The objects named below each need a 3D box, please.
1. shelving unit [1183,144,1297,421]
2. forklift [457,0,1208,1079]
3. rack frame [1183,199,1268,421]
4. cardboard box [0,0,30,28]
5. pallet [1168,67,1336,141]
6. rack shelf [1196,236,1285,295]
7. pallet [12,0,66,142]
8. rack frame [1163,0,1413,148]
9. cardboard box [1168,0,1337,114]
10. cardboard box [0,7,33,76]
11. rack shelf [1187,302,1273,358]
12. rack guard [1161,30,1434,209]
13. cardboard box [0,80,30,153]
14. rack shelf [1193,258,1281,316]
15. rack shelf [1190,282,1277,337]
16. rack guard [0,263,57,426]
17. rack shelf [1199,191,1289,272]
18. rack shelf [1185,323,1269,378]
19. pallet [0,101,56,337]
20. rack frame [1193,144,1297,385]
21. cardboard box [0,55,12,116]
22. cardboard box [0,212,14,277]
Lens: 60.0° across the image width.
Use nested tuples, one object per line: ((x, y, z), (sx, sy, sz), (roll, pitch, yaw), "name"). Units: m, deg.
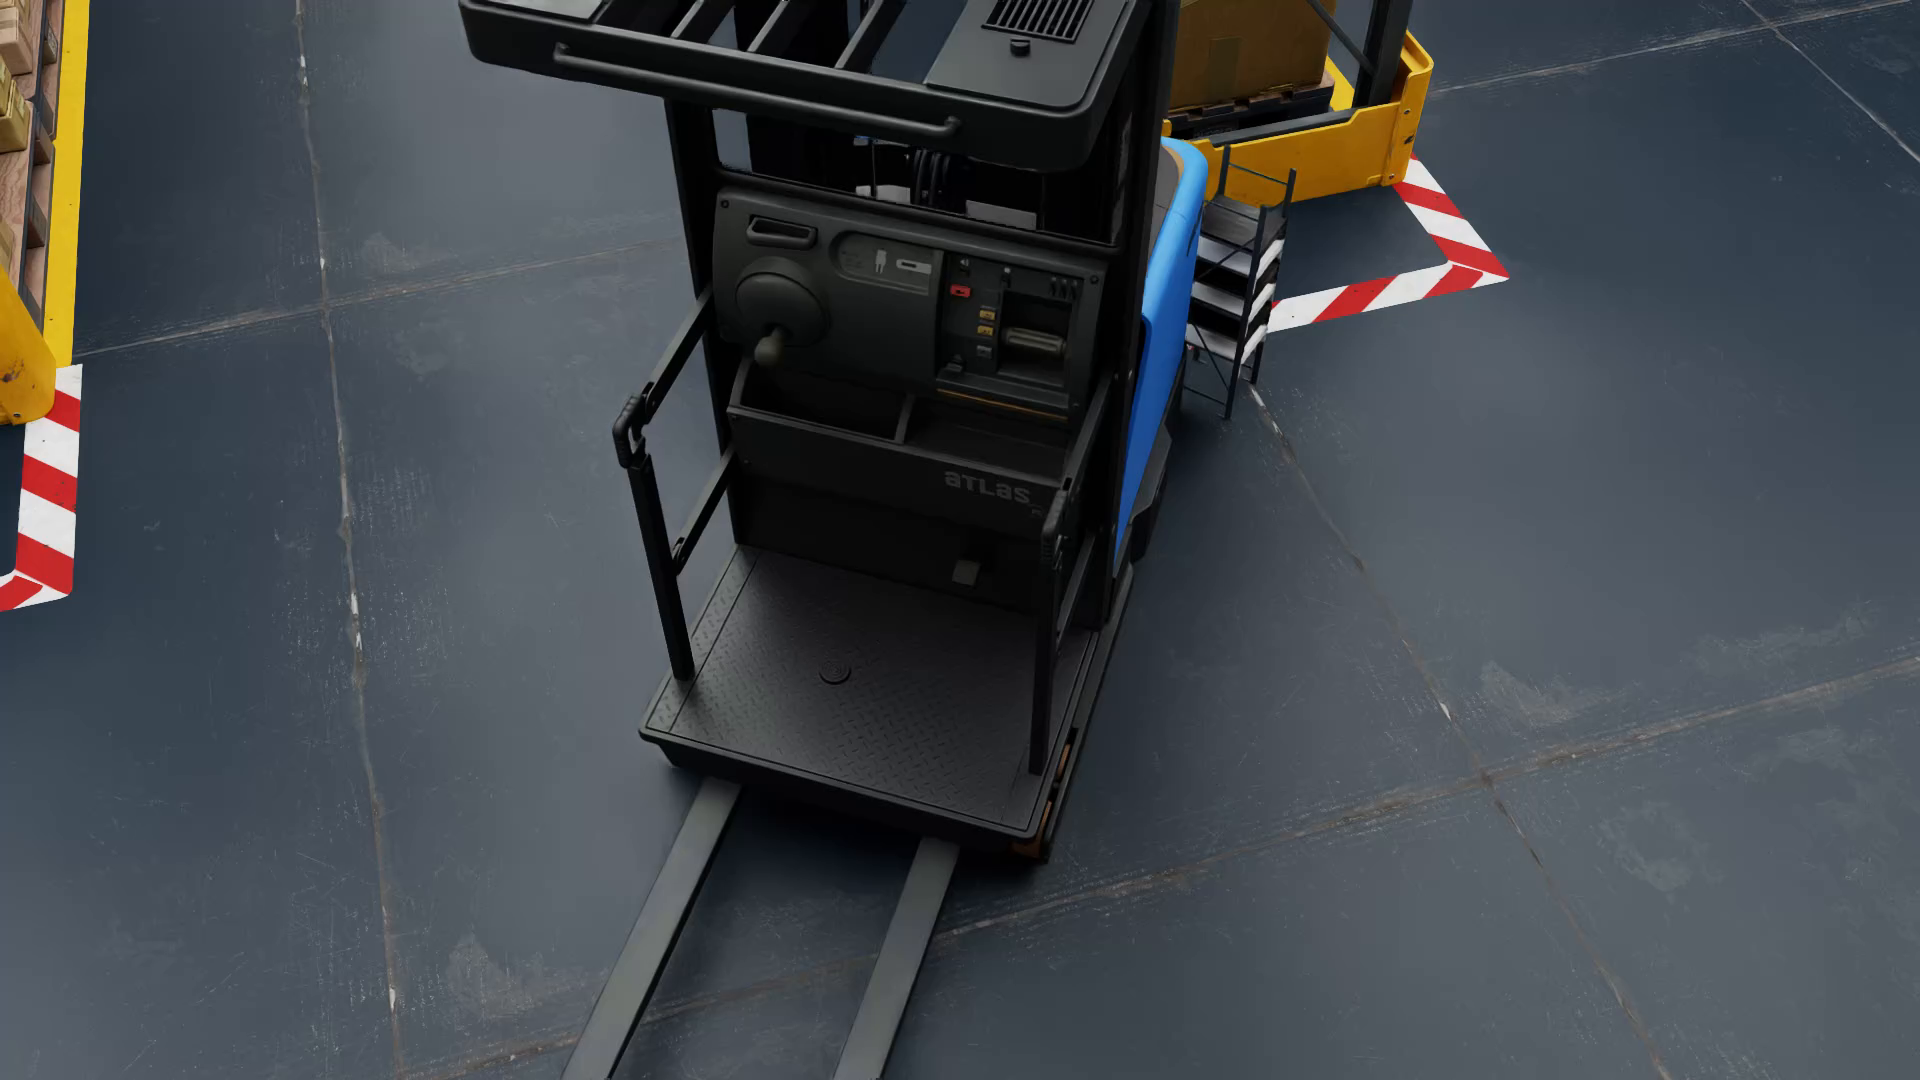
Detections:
((0.859, -0.807, 5.342), (0.258, 0.900, 0.210), (26, 54, 20), "shelving unit")
((-0.192, -0.436, 3.701), (1.130, 2.935, 3.031), (13, 51, 11), "forklift")
((0.806, -0.741, 5.286), (0.240, 0.900, 0.006), (26, 54, 20), "rack frame")
((-3.961, -2.116, 6.662), (0.380, 0.149, 0.250), (-13, 51, -11), "cardboard box")
((0.816, -2.032, 6.825), (1.003, 0.211, 1.213), (-13, 51, -11), "pallet")
((0.859, -0.901, 5.229), (0.258, 0.077, 0.200), (26, 54, 20), "rack shelf")
((-4.227, -1.965, 6.768), (1.003, 0.211, 1.213), (-13, 51, -11), "pallet")
((1.127, -2.365, 5.282), (1.000, 3.000, 0.127), (-13, 51, -11), "rack frame")
((0.861, -2.265, 6.312), (0.875, 0.875, 0.875), (-13, 51, -11), "cardboard box")
((-3.854, -1.919, 6.496), (0.380, 0.149, 0.250), (-16, 52, -13), "cardboard box")
((0.859, -0.727, 5.436), (0.258, 0.077, 0.200), (26, 54, 20), "rack shelf")
((1.134, -1.542, 6.223), (1.175, 0.500, 0.348), (-13, 51, -11), "rack guard")
((-3.697, -1.553, 6.187), (0.380, 0.149, 0.250), (-13, 51, -11), "cardboard box")
((0.859, -0.843, 5.298), (0.258, 0.077, 0.200), (26, 54, 20), "rack shelf")
((0.859, -0.785, 5.367), (0.258, 0.077, 0.200), (26, 54, 20), "rack shelf")
((-3.664, -0.567, 5.401), (1.175, 0.500, 0.348), (-13, 51, -11), "rack guard")
((0.859, -0.959, 5.161), (0.258, 0.077, 0.200), (26, 54, 20), "rack shelf")
((0.859, -0.669, 5.505), (0.258, 0.077, 0.200), (26, 54, 20), "rack shelf")
((-3.870, -1.075, 6.019), (1.003, 0.211, 1.213), (-13, 51, -11), "pallet")
((0.913, -0.873, 5.397), (0.240, 0.900, 0.006), (26, 54, 20), "rack frame")
((-3.707, -1.654, 6.078), (0.380, 0.149, 0.250), (-12, 51, -10), "cardboard box")
((-3.490, -0.989, 5.712), (0.380, 0.149, 0.250), (-12, 51, -10), "cardboard box")
